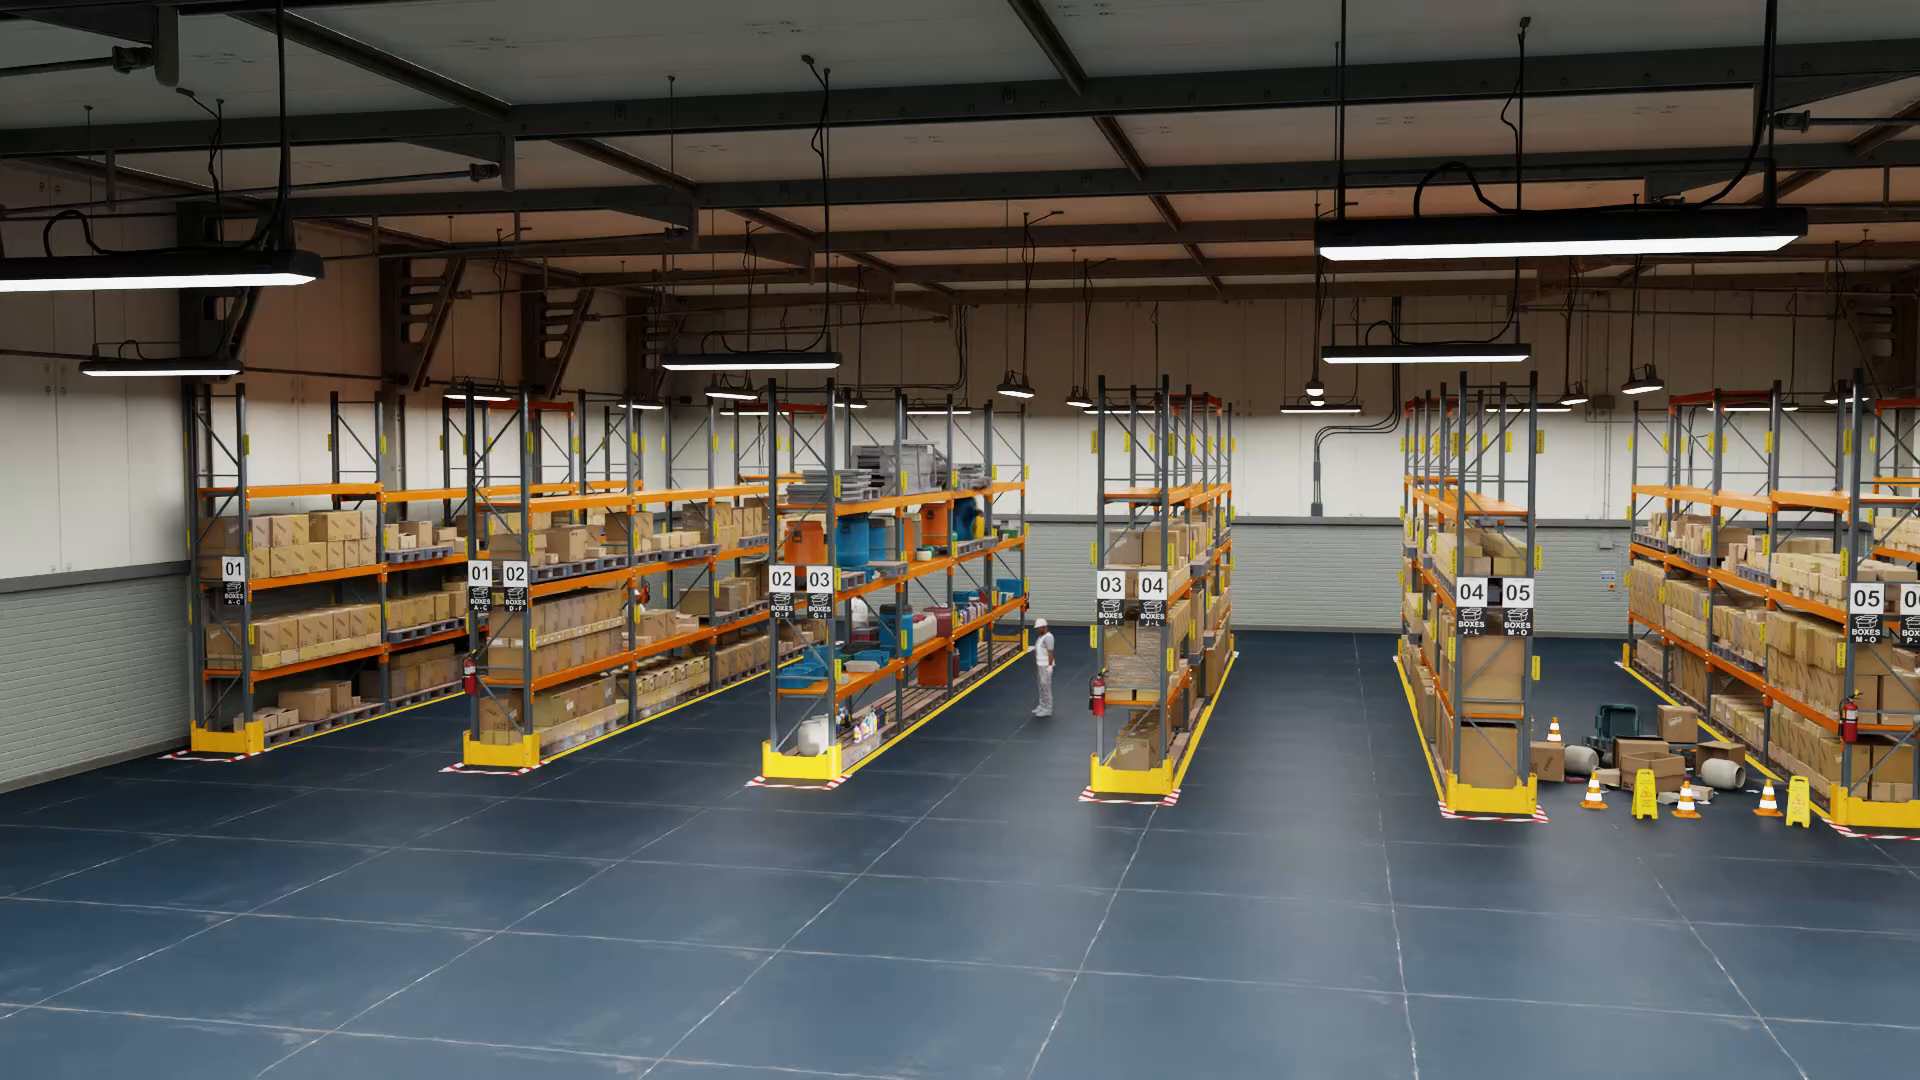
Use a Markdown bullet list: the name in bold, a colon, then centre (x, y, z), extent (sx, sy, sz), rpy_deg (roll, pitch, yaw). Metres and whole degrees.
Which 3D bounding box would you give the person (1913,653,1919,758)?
- **person**: centre (15.347, 2.736, 26.352), extent (0.775, 1.563, 0.641), rpy_deg (1, 3, 17)

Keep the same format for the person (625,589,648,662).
- **person**: centre (-7.254, 2.001, 37.319), extent (0.578, 1.788, 0.432), rpy_deg (-2, 4, -34)

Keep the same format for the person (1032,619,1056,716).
- **person**: centre (1.552, 2.345, 30.840), extent (0.421, 1.779, 0.626), rpy_deg (0, 3, -8)

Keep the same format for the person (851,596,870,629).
- **person**: centre (-2.369, 1.952, 39.119), extent (0.436, 1.659, 0.505), rpy_deg (2, 4, 28)
